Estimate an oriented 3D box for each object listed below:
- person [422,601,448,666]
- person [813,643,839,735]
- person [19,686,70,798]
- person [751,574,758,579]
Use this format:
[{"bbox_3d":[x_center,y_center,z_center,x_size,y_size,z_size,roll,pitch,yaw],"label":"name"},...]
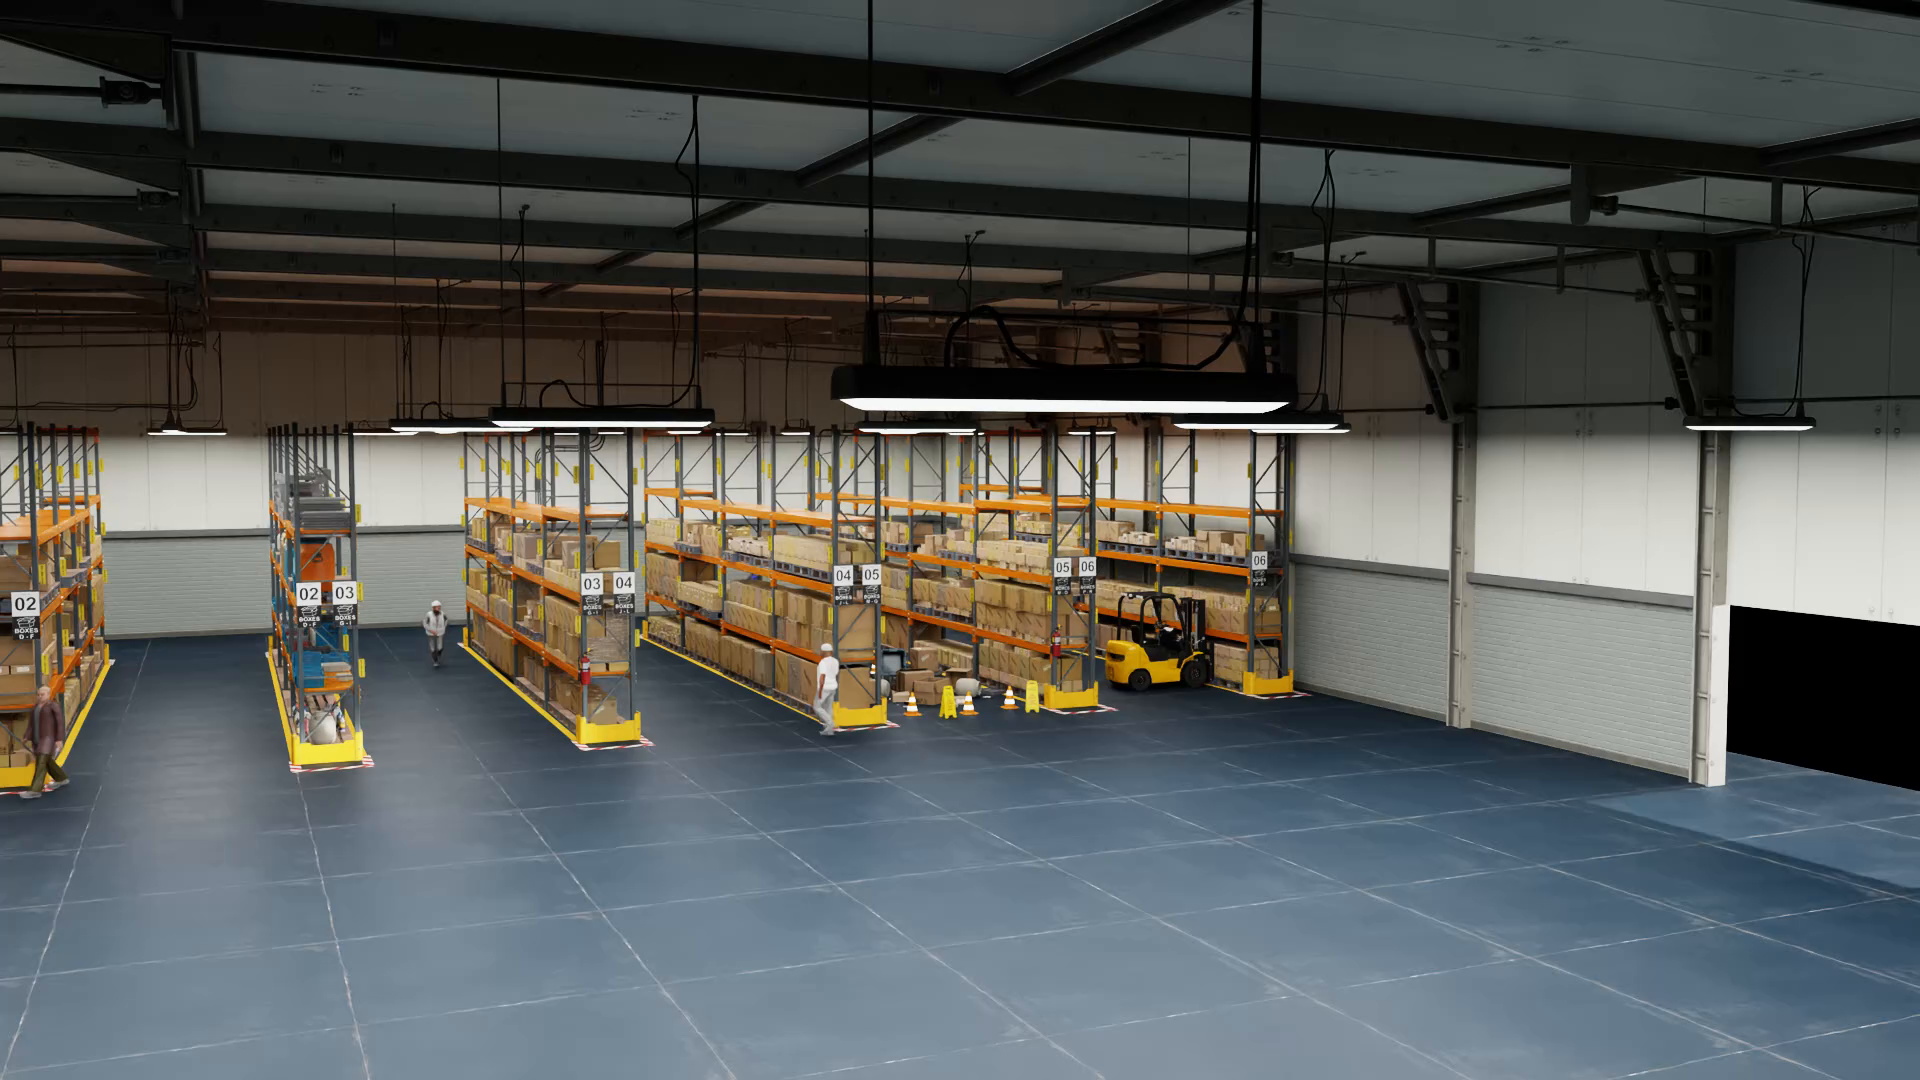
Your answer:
[{"bbox_3d":[-13.125,2.339,41.633,0.606,1.683,0.725,-1,4,-15],"label":"person"},{"bbox_3d":[-2.542,2.875,32.014,0.456,1.759,0.616,2,4,31],"label":"person"},{"bbox_3d":[-14.725,3.214,26.660,0.584,1.738,1.032,1,4,21],"label":"person"},{"bbox_3d":[-6.616,1.646,53.115,0.666,1.638,0.419,0,4,-6],"label":"person"}]
